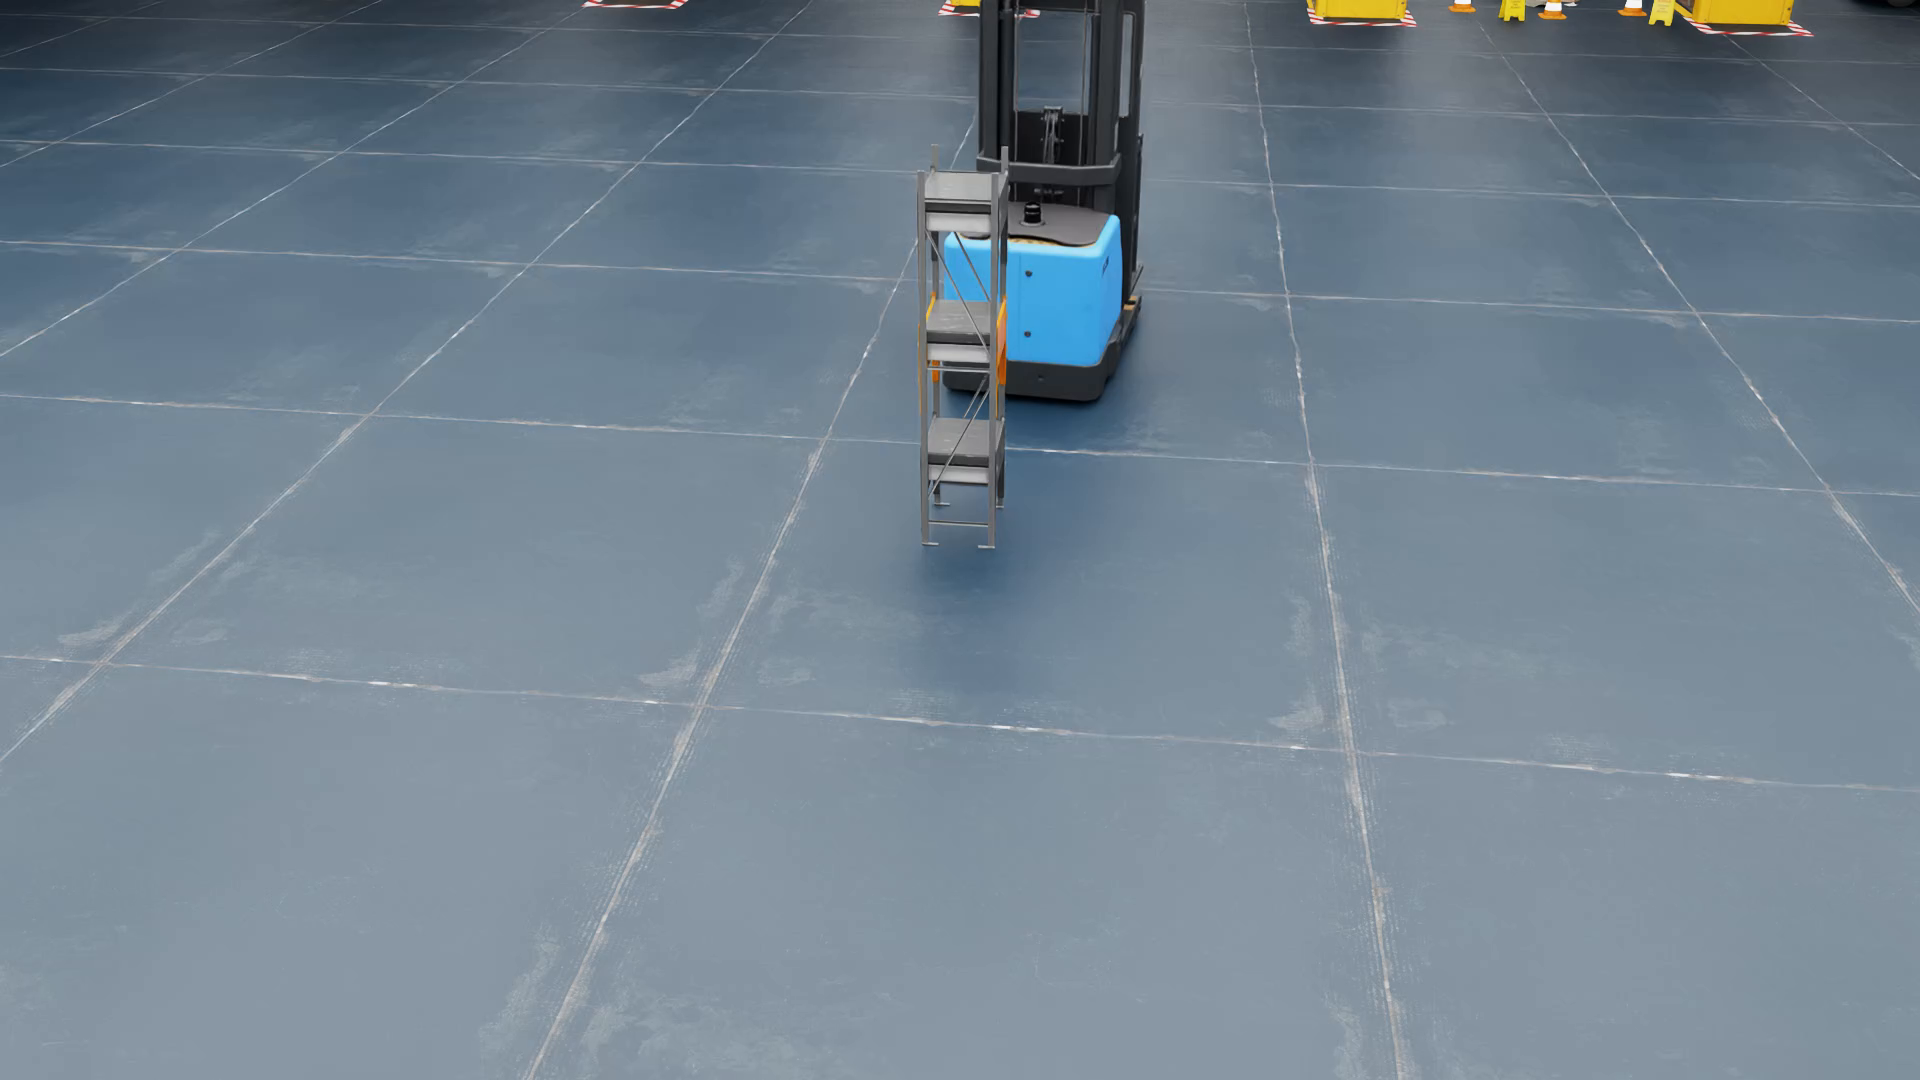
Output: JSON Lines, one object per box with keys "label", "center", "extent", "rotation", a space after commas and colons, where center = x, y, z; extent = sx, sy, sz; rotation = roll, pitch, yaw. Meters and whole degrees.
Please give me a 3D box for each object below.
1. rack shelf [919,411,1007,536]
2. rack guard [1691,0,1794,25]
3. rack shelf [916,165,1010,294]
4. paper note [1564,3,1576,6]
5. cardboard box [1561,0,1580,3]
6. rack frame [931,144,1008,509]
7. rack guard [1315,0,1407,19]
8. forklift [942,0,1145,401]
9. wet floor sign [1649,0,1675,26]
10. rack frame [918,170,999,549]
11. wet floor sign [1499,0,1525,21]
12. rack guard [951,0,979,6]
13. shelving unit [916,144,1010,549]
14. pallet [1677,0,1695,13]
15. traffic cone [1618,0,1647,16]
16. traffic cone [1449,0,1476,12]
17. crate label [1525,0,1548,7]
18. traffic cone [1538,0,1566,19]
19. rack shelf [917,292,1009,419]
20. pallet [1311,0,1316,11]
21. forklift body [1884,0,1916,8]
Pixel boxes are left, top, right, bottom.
{"label": "rack shelf", "center": [0.020, -0.374, 9.235], "extent": [0.431, 0.518, 0.480], "rotation": [3, 28, 6]}
{"label": "rack guard", "center": [10.300, -7.072, 21.850], "extent": [1.175, 0.500, 0.348], "rotation": [3, 28, 6]}
{"label": "rack shelf", "center": [0.020, -1.607, 8.571], "extent": [0.431, 0.518, 0.480], "rotation": [3, 28, 6]}
{"label": "paper note", "center": [8.431, -7.390, 22.936], "extent": [0.148, 0.019, 0.142], "rotation": [-6, 29, -11]}
{"label": "cardboard box", "center": [8.446, -7.616, 23.229], "extent": [0.380, 0.149, 0.250], "rotation": [20, 34, 32]}
{"label": "rack frame", "center": [0.050, -1.117, 9.110], "extent": [0.400, 2.100, 0.015], "rotation": [3, 28, 6]}
{"label": "rack guard", "center": [5.363, -7.265, 22.208], "extent": [1.175, 0.500, 0.348], "rotation": [3, 28, 6]}
{"label": "forklift", "center": [0.723, -2.873, 11.492], "extent": [1.130, 2.935, 3.031], "rotation": [6, 29, 12]}
{"label": "wet floor sign", "center": [9.205, -7.073, 21.699], "extent": [0.267, 0.644, 0.232], "rotation": [14, 31, 24]}
{"label": "rack frame", "center": [-0.010, -0.887, 8.683], "extent": [0.400, 2.100, 0.015], "rotation": [3, 28, 6]}
{"label": "wet floor sign", "center": [7.327, -7.212, 21.956], "extent": [0.267, 0.644, 0.232], "rotation": [-1, 28, -3]}
{"label": "rack guard", "center": [0.465, -7.648, 22.919], "extent": [1.175, 0.500, 0.348], "rotation": [3, 28, 6]}
{"label": "shelving unit", "center": [0.020, -1.002, 8.897], "extent": [0.431, 2.100, 0.503], "rotation": [3, 28, 6]}
{"label": "pallet", "center": [10.435, -7.325, 22.625], "extent": [1.003, 0.211, 1.213], "rotation": [3, 28, 6]}
{"label": "traffic cone", "center": [9.063, -7.297, 22.307], "extent": [0.336, 0.463, 0.334], "rotation": [3, 28, 6]}
{"label": "traffic cone", "center": [6.840, -7.427, 22.549], "extent": [0.336, 0.463, 0.334], "rotation": [3, 28, 6]}
{"label": "crate label", "center": [7.954, -7.432, 22.901], "extent": [0.250, 0.136, 0.298], "rotation": [-11, 30, -20]}
{"label": "traffic cone", "center": [7.920, -7.202, 22.130], "extent": [0.336, 0.463, 0.334], "rotation": [3, 28, 6]}
{"label": "rack shelf", "center": [0.020, -0.990, 8.903], "extent": [0.431, 0.518, 0.480], "rotation": [3, 28, 6]}
{"label": "pallet", "center": [5.386, -7.530, 23.005], "extent": [1.003, 0.211, 1.213], "rotation": [3, 28, 6]}
{"label": "forklift body", "center": [13.639, -8.475, 22.713], "extent": [2.313, 2.155, 1.214], "rotation": [3, 28, 6]}
